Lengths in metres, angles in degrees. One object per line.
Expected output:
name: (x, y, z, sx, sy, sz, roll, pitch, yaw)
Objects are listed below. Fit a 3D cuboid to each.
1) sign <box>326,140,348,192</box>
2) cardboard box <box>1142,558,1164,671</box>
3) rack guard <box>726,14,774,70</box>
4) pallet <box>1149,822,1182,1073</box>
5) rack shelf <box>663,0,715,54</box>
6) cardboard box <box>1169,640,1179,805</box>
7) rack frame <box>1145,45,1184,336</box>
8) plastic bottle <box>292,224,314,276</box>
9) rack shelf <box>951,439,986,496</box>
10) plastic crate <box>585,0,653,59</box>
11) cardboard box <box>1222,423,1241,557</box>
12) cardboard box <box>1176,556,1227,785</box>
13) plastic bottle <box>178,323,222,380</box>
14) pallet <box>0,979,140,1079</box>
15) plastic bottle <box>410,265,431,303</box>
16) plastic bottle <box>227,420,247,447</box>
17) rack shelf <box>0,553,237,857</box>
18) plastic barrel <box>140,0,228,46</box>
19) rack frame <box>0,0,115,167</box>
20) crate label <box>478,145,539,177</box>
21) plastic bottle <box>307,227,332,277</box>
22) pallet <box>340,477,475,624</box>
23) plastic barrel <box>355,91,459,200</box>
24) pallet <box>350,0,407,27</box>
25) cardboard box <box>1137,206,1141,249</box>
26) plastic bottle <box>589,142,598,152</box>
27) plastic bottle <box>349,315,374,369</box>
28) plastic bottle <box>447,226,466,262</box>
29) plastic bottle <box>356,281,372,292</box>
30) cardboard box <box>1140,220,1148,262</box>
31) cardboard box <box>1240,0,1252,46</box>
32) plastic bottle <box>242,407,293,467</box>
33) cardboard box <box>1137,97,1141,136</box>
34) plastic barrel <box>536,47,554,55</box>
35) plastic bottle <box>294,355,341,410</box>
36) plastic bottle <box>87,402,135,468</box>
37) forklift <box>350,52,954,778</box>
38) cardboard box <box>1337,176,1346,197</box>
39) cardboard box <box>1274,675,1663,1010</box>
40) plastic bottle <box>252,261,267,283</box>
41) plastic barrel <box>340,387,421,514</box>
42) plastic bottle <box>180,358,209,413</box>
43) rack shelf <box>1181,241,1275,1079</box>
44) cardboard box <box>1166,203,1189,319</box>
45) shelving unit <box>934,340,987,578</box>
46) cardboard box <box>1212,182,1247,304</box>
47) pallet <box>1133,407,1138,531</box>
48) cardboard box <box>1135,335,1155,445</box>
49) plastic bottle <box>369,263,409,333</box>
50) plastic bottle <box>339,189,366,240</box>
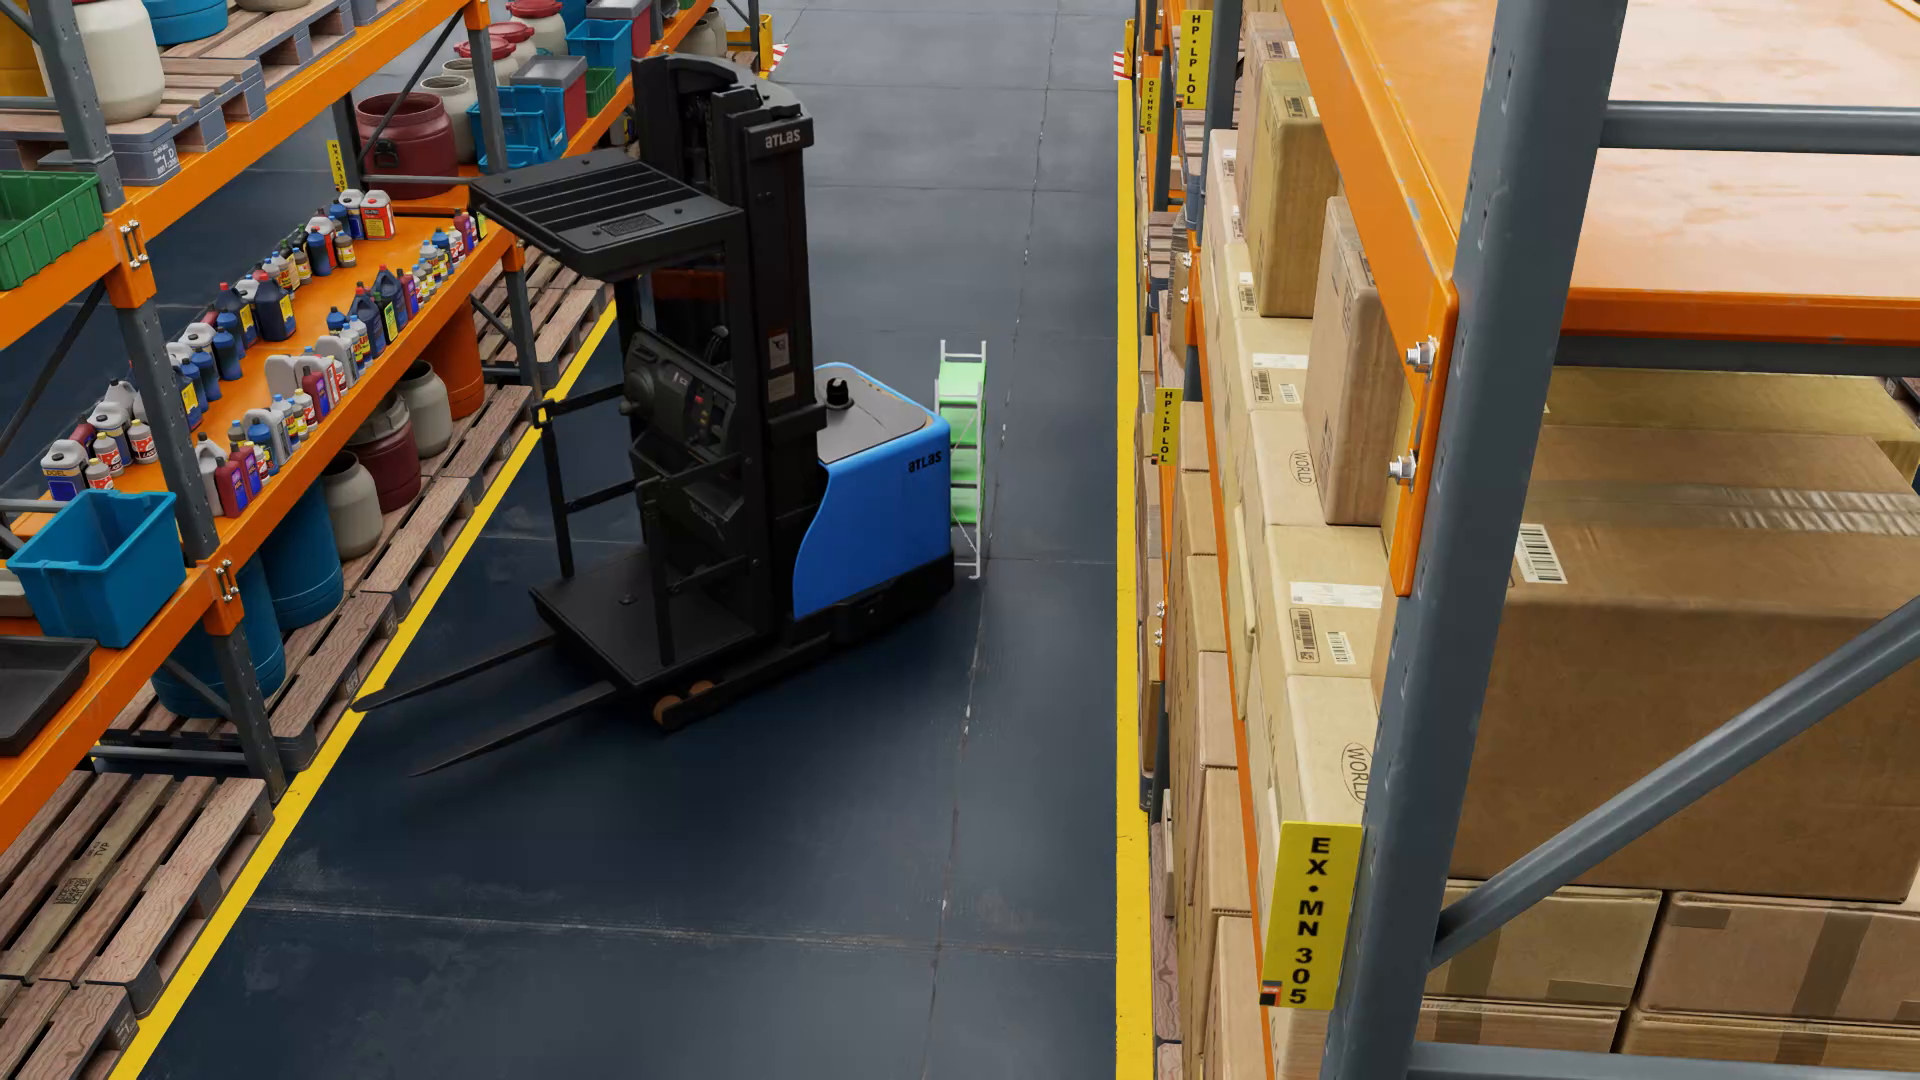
sign: (-3.828, -2.304, 10.255, 0.100, 0.325, 0.005, 2, 32, 4)
cardboard box: (1.135, 0.439, 7.923, 0.500, 0.500, 0.500, 3, 32, 4)
rack guard: (-2.587, -5.292, 17.641, 1.175, 0.500, 0.348, 2, 32, 4)
pallet: (1.275, 1.637, 6.674, 1.003, 0.211, 1.213, 2, 32, 4)
rack shelf: (-2.791, -5.046, 15.545, 1.077, 0.370, 4.000, 2, 32, 4)
cardboard box: (0.980, 0.570, 5.650, 0.500, 0.500, 0.500, 3, 32, 5)
rack frame: (1.657, -2.001, 9.919, 1.000, 3.000, 0.127, 2, 32, 4)
plastic bottle: (-3.731, -1.643, 9.448, 0.061, 0.283, 0.133, 2, 32, 4)
rack shelf: (0.005, -0.381, 9.126, 0.258, 0.148, 0.480, 2, 32, 3)
plastic crate: (-2.688, -4.067, 13.210, 0.402, 0.464, 0.583, 2, 32, 4)
cardboard box: (0.921, -0.095, 4.109, 0.500, 0.250, 0.500, 2, 32, 4)
cardboard box: (0.929, 0.395, 4.982, 0.500, 0.500, 0.500, 2, 32, 3)
plastic bottle: (-3.795, -0.937, 8.309, 0.152, 0.276, 0.135, 2, 32, 4)
pallet: (-3.723, 2.090, 5.938, 1.003, 0.211, 1.213, 2, 32, 4)
plastic bottle: (-2.981, -1.415, 9.157, 0.097, 0.201, 0.097, 0, 32, 0)
plastic bottle: (-3.284, -0.451, 7.593, 0.097, 0.201, 0.097, 0, 32, 0)
rack shelf: (-3.768, 1.229, 5.363, 1.077, 0.370, 4.000, 2, 32, 4)
plastic barrel: (-3.619, -2.691, 7.301, 0.600, 0.901, 0.708, 2, 32, 4)
rack frame: (-3.605, -2.677, 5.297, 1.000, 3.000, 0.127, 2, 32, 4)
crate label: (-2.872, -2.348, 10.641, 0.303, 0.233, 0.416, 2, 32, 4)
plastic bottle: (-3.651, -1.644, 9.461, 0.097, 0.271, 0.097, 0, 32, 0)
pallet: (-3.404, 0.022, 9.293, 1.003, 0.211, 1.213, 2, 32, 4)
plastic barrel: (-3.544, -2.528, 10.644, 0.600, 0.536, 0.708, 2, 32, 4)
pallet: (-3.439, -3.016, 8.886, 1.003, 0.211, 1.213, 2, 32, 4)
cardboard box: (1.621, -2.363, 12.726, 0.500, 0.250, 0.500, 2, 32, 2)
plastic bottle: (-3.235, -3.506, 14.607, 0.097, 0.201, 0.097, 0, 32, 0)
plastic bottle: (-3.049, -1.010, 8.433, 0.097, 0.271, 0.097, 0, 32, 0)
plastic bottle: (-2.934, -1.720, 9.652, 0.097, 0.201, 0.097, 0, 32, 0)
plastic bottle: (-3.139, -1.247, 8.806, 0.061, 0.283, 0.133, 2, 32, 4)
cardboard box: (1.534, -2.069, 11.714, 0.500, 0.311, 0.500, 2, 32, 4)
cardboard box: (1.552, -2.408, 7.129, 0.600, 0.600, 0.600, 1, 32, 2)
plastic bottle: (-3.158, -0.488, 7.581, 0.152, 0.276, 0.135, 2, 32, 4)
cardboard box: (1.879, -3.876, 15.181, 0.500, 0.250, 0.500, 2, 32, 4)
plastic barrel: (-3.214, -3.562, 12.583, 0.301, 0.262, 0.301, 0, 32, 0)
plastic bottle: (-3.112, -0.780, 8.056, 0.152, 0.276, 0.135, 2, 32, 4)
plastic bottle: (-3.865, -0.481, 7.571, 0.152, 0.276, 0.135, 2, 32, 4)
forklift: (-1.493, -0.642, 7.779, 3.031, 2.935, 1.130, -23, 39, -33)
cardboard box: (1.224, -0.614, 3.760, 0.700, 0.500, 0.500, 2, 32, 4)
cardboard box: (0.794, 0.476, 2.706, 0.500, 0.250, 0.500, 2, 32, 4)
plastic bottle: (-3.776, -1.351, 8.974, 0.061, 0.283, 0.133, 2, 32, 4)
plastic barrel: (-3.394, -0.520, 9.413, 0.600, 0.588, 0.708, 2, 32, 4)
plastic bottle: (-3.699, -0.748, 8.007, 0.097, 0.271, 0.097, 0, 32, 0)
rack shelf: (1.169, 0.165, 4.230, 1.077, 0.370, 4.000, 2, 32, 4)
cardboard box: (1.453, -1.419, 8.477, 0.700, 0.500, 0.500, 8, 33, 13)
shelving unit: (0.005, -0.435, 9.093, 0.258, 1.200, 0.503, 2, 32, 3)
cardboard box: (1.005, -0.831, 4.826, 0.500, 0.250, 0.500, 2, 32, 4)
pallet: (1.559, -0.425, 10.019, 1.003, 0.211, 1.213, 2, 32, 4)
cardboard box: (1.335, -0.899, 10.093, 0.500, 0.500, 0.500, 4, 32, 6)
plastic bottle: (-3.035, -1.285, 8.803, 0.144, 0.351, 0.185, 2, 32, 4)
plastic bottle: (-3.637, -1.950, 9.953, 0.152, 0.276, 0.135, 2, 32, 4)
